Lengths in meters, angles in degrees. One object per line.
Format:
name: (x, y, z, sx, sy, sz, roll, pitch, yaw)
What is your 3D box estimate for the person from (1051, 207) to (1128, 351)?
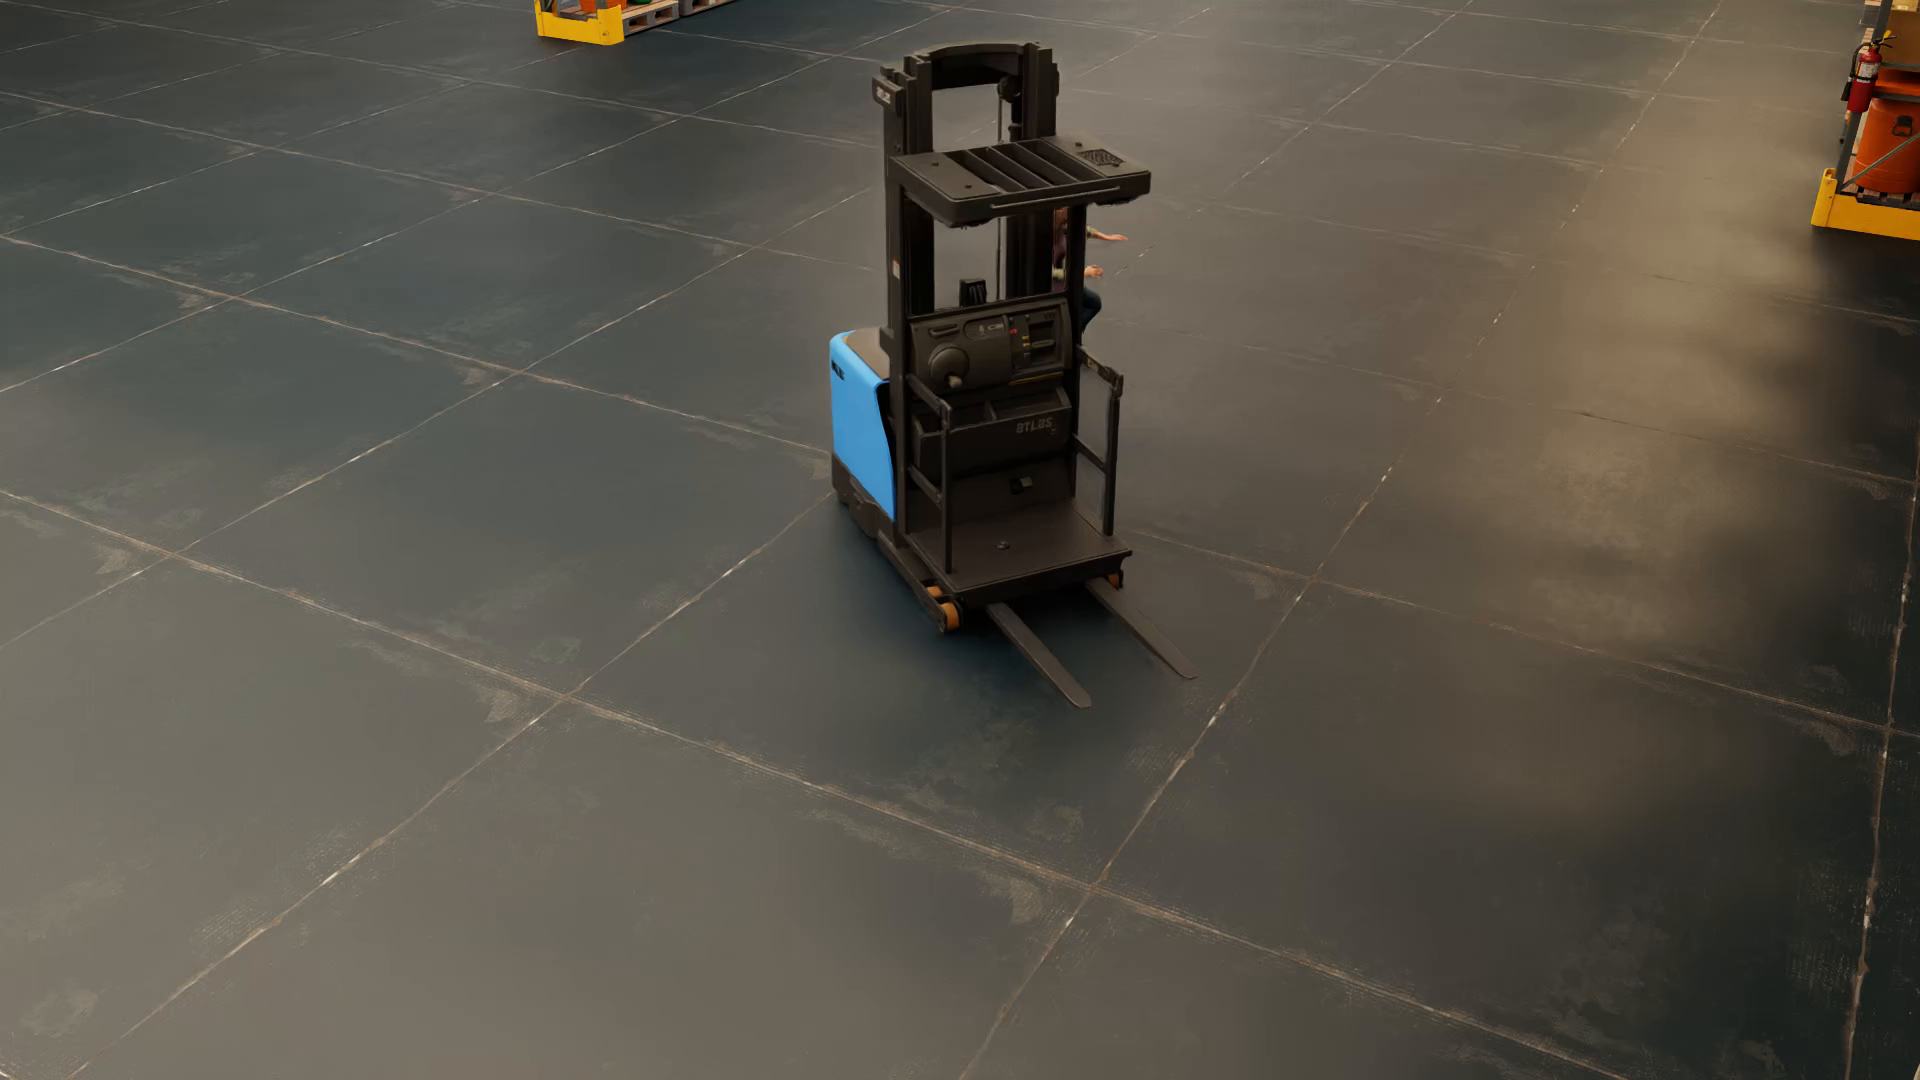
person: (0.748, -1.733, 11.642, 0.658, 1.359, 0.955, 16, 34, 26)

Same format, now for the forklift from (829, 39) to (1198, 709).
forklift: (0.268, -1.009, 8.819, 1.130, 2.935, 3.031, -13, 32, -21)
